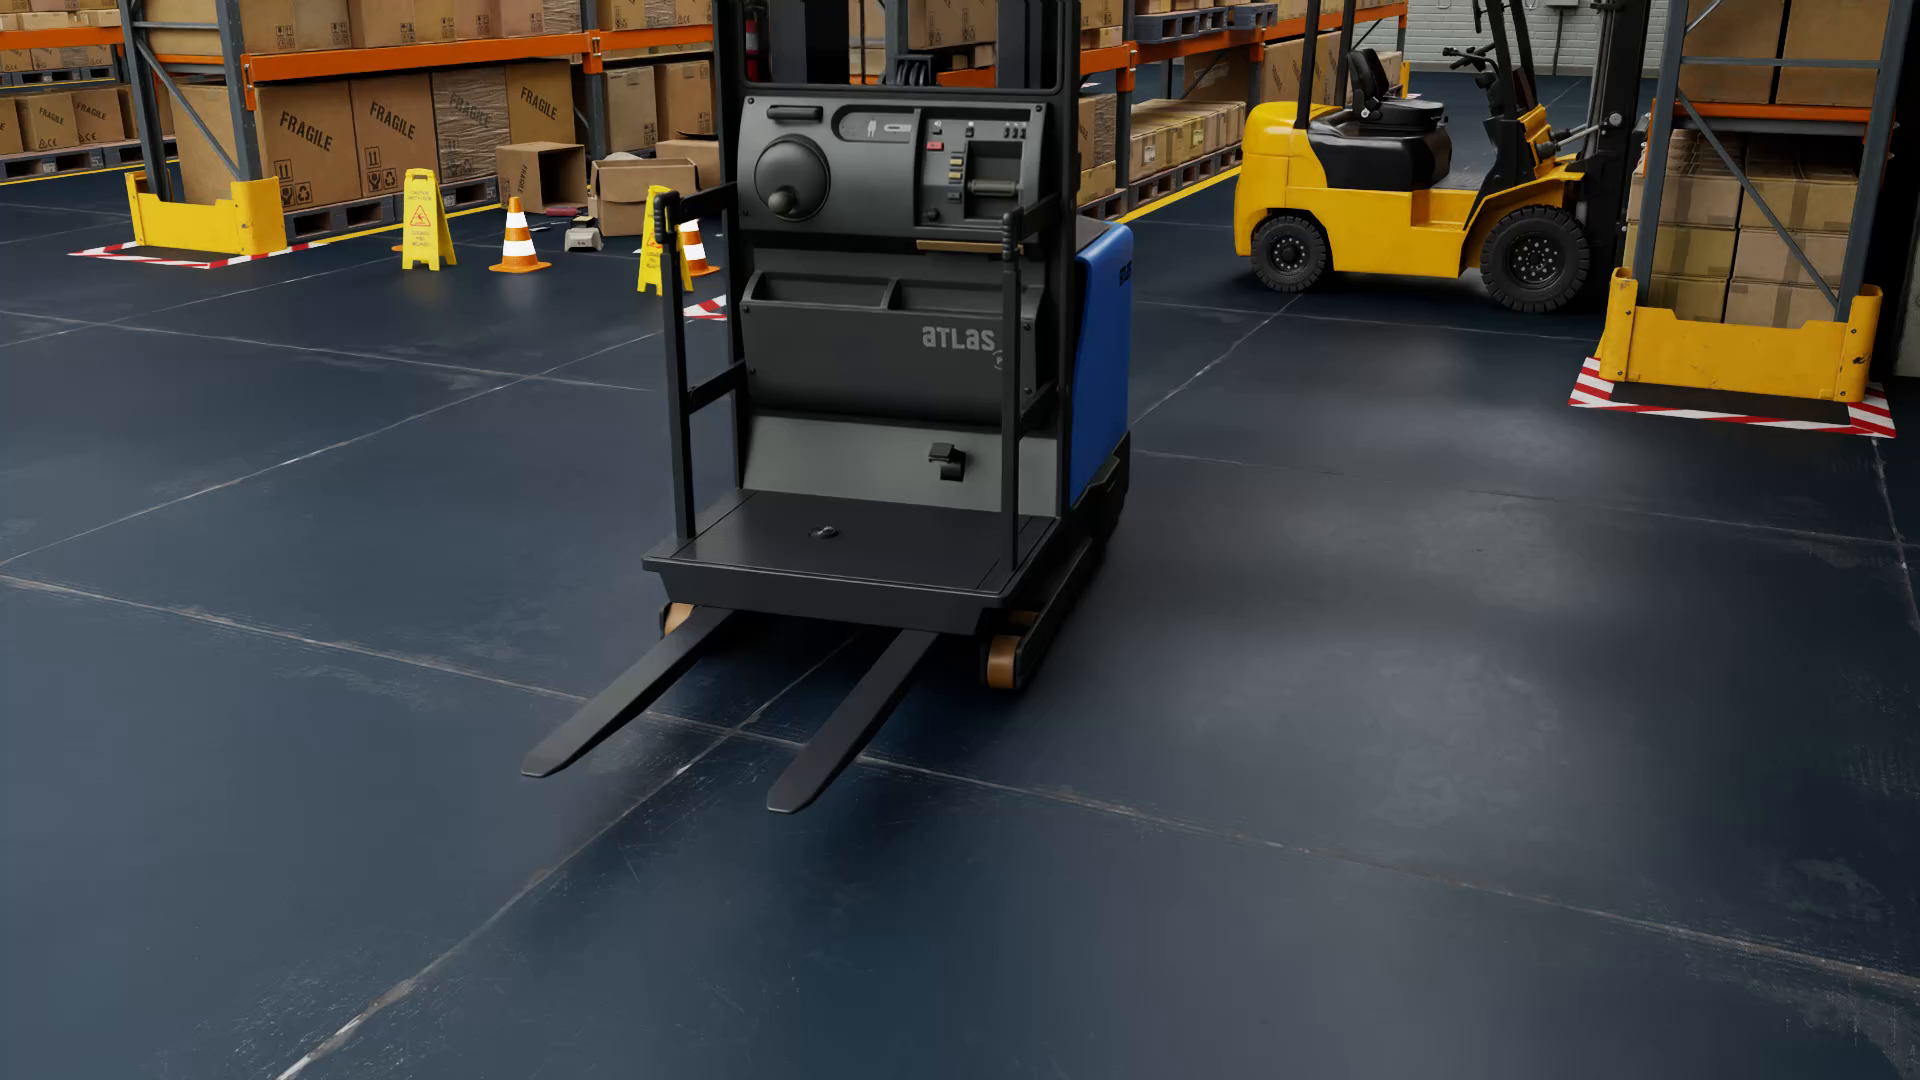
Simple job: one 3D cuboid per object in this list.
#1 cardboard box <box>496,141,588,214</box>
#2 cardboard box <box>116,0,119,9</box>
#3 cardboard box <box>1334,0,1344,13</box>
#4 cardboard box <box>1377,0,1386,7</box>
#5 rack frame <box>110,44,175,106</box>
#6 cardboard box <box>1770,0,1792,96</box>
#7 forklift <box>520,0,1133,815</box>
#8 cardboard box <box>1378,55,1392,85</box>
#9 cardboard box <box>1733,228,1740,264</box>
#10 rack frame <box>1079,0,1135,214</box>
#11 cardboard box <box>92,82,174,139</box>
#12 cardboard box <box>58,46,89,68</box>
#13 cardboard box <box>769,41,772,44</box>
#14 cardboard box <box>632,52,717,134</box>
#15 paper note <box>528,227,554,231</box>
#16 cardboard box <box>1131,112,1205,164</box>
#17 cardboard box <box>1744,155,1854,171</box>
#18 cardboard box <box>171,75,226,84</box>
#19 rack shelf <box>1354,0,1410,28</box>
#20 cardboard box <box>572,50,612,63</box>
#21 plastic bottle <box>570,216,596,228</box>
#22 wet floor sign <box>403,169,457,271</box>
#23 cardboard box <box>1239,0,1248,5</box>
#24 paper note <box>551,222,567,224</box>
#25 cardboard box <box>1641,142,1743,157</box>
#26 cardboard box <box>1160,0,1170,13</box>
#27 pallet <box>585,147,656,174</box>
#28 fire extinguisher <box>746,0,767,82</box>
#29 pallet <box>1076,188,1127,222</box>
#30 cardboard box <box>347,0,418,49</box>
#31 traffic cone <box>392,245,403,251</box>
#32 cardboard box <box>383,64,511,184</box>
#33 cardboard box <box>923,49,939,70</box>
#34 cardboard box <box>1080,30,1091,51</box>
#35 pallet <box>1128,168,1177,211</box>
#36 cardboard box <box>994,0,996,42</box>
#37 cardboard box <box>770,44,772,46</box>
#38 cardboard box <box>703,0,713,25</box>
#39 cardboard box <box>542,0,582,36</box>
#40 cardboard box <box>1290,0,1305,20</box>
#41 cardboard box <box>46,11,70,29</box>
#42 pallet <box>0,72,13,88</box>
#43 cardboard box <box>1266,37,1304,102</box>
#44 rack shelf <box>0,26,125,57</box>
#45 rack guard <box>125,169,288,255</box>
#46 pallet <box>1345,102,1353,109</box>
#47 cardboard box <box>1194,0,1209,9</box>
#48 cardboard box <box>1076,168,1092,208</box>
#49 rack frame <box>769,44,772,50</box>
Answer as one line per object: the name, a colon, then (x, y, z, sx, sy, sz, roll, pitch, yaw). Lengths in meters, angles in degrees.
cardboard box: (-3.389, -2.946, 13.502, 0.500, 0.500, 0.500, 13, 23, 32)
cardboard box: (-8.414, -5.507, 16.385, 0.875, 0.500, 0.500, 9, 21, 23)
cardboard box: (4.190, -6.293, 19.410, 0.500, 0.250, 0.500, 8, 21, 21)
cardboard box: (5.205, -7.152, 21.452, 0.500, 0.500, 0.500, 9, 22, 24)
rack frame: (-11.054, -7.352, 22.164, 1.000, 3.000, 0.127, 9, 21, 23)
cardboard box: (4.409, -2.510, 8.399, 0.500, 0.500, 0.500, 9, 22, 24)
forklift: (-0.264, -1.094, 4.670, 1.130, 2.935, 3.031, 6, 20, 15)
cardboard box: (5.235, -6.252, 22.269, 0.875, 0.438, 0.875, 9, 22, 24)
cardboard box: (4.337, -1.595, 8.707, 0.500, 0.250, 0.500, 8, 21, 22)
rack frame: (0.867, -4.089, 12.991, 1.000, 3.000, 0.127, 9, 21, 23)
cardboard box: (-8.374, -4.353, 16.835, 0.500, 0.500, 0.500, 8, 21, 21)
cardboard box: (-14.290, -7.791, 26.475, 0.500, 0.500, 0.500, 9, 21, 23)
cardboard box: (-3.449, -8.108, 26.834, 0.875, 0.875, 0.875, 9, 21, 23)
cardboard box: (-2.738, -4.657, 17.318, 1.050, 0.750, 0.750, 9, 21, 24)
paper note: (-3.154, -2.349, 12.531, 0.144, 0.017, 0.142, 18, 26, 41)
cardboard box: (1.654, -3.643, 15.031, 0.950, 0.372, 0.625, 9, 22, 24)
cardboard box: (4.330, -1.834, 8.635, 0.500, 0.250, 0.500, 9, 21, 23)
cardboard box: (-7.903, -4.664, 17.679, 0.700, 0.500, 0.500, 7, 21, 19)
rack shelf: (4.962, -6.807, 21.708, 1.077, 0.370, 4.000, 9, 21, 23)
cardboard box: (-5.507, -6.620, 22.651, 1.225, 0.875, 0.875, 8, 21, 21)
plastic bottle: (-2.879, -2.436, 12.727, 0.133, 0.061, 0.283, 1, 20, 4)
wet floor sign: (-3.533, -2.125, 10.982, 0.267, 0.644, 0.232, 5, 20, 13)
cardboard box: (2.480, -5.084, 15.537, 0.380, 0.149, 0.250, 8, 21, 22)
paper note: (-3.096, -2.447, 12.834, 0.123, 0.001, 0.032, -14, 24, -33)
cardboard box: (4.065, -2.056, 9.259, 0.500, 0.250, 0.500, 9, 21, 23)
cardboard box: (1.492, -4.370, 13.527, 0.380, 0.149, 0.250, 9, 21, 24)
pallet: (-3.443, -3.670, 15.974, 1.003, 0.211, 1.213, 9, 21, 23)
fire extinguisher: (-1.238, -2.859, 9.645, 0.296, 0.674, 0.183, 9, 21, 23)
pallet: (0.625, -2.566, 12.868, 1.003, 0.211, 1.213, 9, 21, 23)
cardboard box: (-4.668, -4.030, 12.601, 0.875, 0.550, 0.550, 9, 21, 23)
traffic cone: (-3.815, -2.287, 11.710, 0.336, 0.463, 0.334, 9, 21, 23)
cardboard box: (-4.377, -3.476, 13.810, 0.875, 0.875, 0.875, 9, 21, 23)
cardboard box: (-0.352, -2.903, 10.030, 0.380, 0.149, 0.250, 9, 21, 24)
cardboard box: (0.740, -3.685, 12.228, 0.380, 0.149, 0.250, 9, 21, 23)
pallet: (1.185, -3.014, 14.128, 1.003, 0.211, 1.213, 9, 21, 23)
cardboard box: (0.093, -3.475, 10.672, 0.500, 0.500, 0.500, 8, 21, 22)
cardboard box: (-2.011, -5.579, 19.164, 0.500, 0.250, 0.500, 8, 21, 21)
cardboard box: (-2.608, -5.371, 16.445, 0.500, 0.500, 0.500, 9, 21, 24)
cardboard box: (-3.830, -4.694, 14.467, 0.875, 0.550, 0.550, 9, 21, 23)
cardboard box: (3.350, -5.676, 17.675, 0.500, 0.250, 0.500, 9, 22, 24)
cardboard box: (-8.551, -4.850, 15.503, 0.380, 0.149, 0.250, 9, 21, 23)
pallet: (-15.232, -6.942, 25.173, 1.003, 0.211, 1.213, 9, 21, 23)
cardboard box: (3.233, -4.981, 18.042, 0.875, 0.875, 0.875, 9, 21, 23)
rack shelf: (-8.993, -4.499, 15.216, 1.077, 0.370, 4.000, 9, 21, 23)
rack guard: (-5.338, -2.330, 11.774, 1.175, 0.500, 0.348, 9, 21, 23)
pallet: (4.526, -5.443, 20.959, 1.003, 0.211, 1.213, 9, 21, 23)
cardboard box: (1.941, -4.689, 14.426, 0.380, 0.149, 0.250, 9, 22, 25)
cardboard box: (0.662, -2.610, 12.308, 0.500, 0.250, 0.500, 8, 21, 21)
rack frame: (-2.052, -5.961, 18.253, 1.000, 3.000, 0.127, 9, 21, 23)
